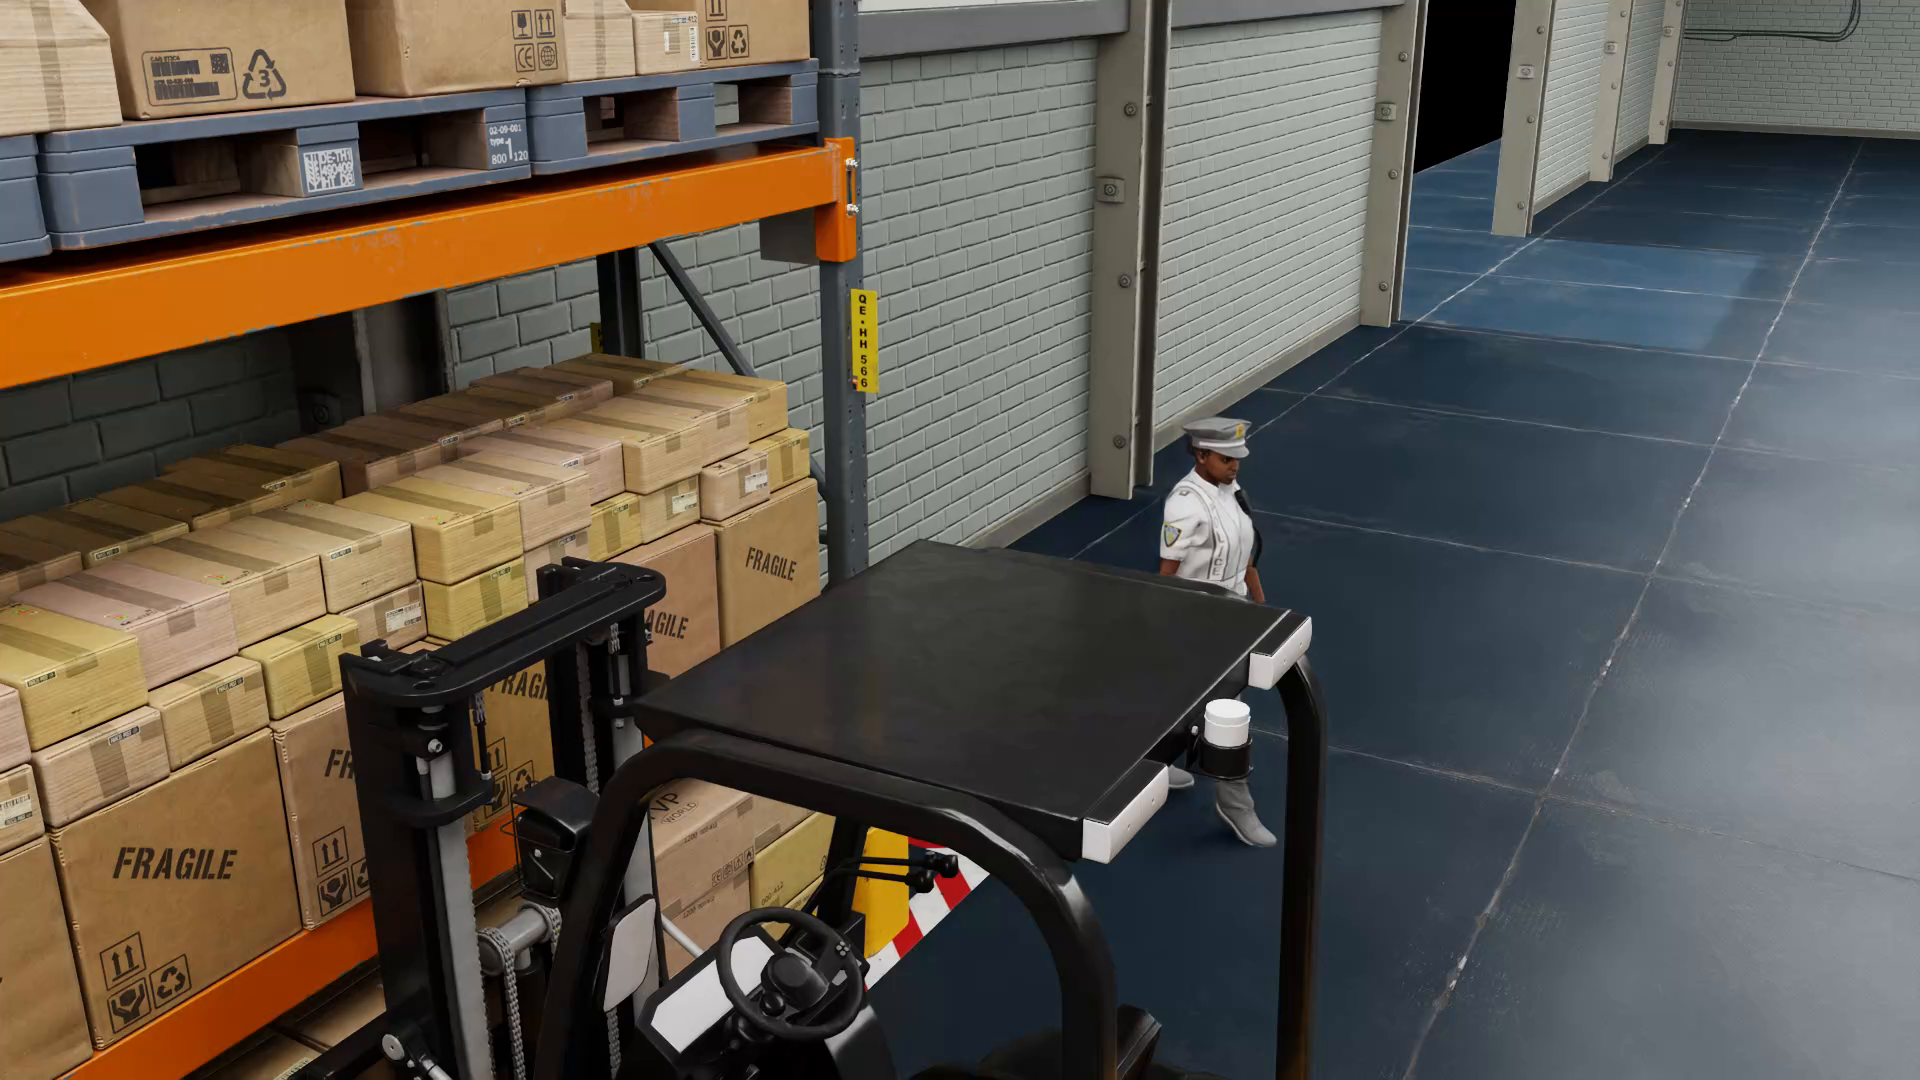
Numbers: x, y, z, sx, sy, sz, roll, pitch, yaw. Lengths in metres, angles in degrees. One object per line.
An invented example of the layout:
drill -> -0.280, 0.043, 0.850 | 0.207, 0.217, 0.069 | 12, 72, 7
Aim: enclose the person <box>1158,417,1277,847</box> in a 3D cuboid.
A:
person -> 1.017, 0.333, 6.638 | 0.751, 1.699, 0.457 | 12, 23, 31
